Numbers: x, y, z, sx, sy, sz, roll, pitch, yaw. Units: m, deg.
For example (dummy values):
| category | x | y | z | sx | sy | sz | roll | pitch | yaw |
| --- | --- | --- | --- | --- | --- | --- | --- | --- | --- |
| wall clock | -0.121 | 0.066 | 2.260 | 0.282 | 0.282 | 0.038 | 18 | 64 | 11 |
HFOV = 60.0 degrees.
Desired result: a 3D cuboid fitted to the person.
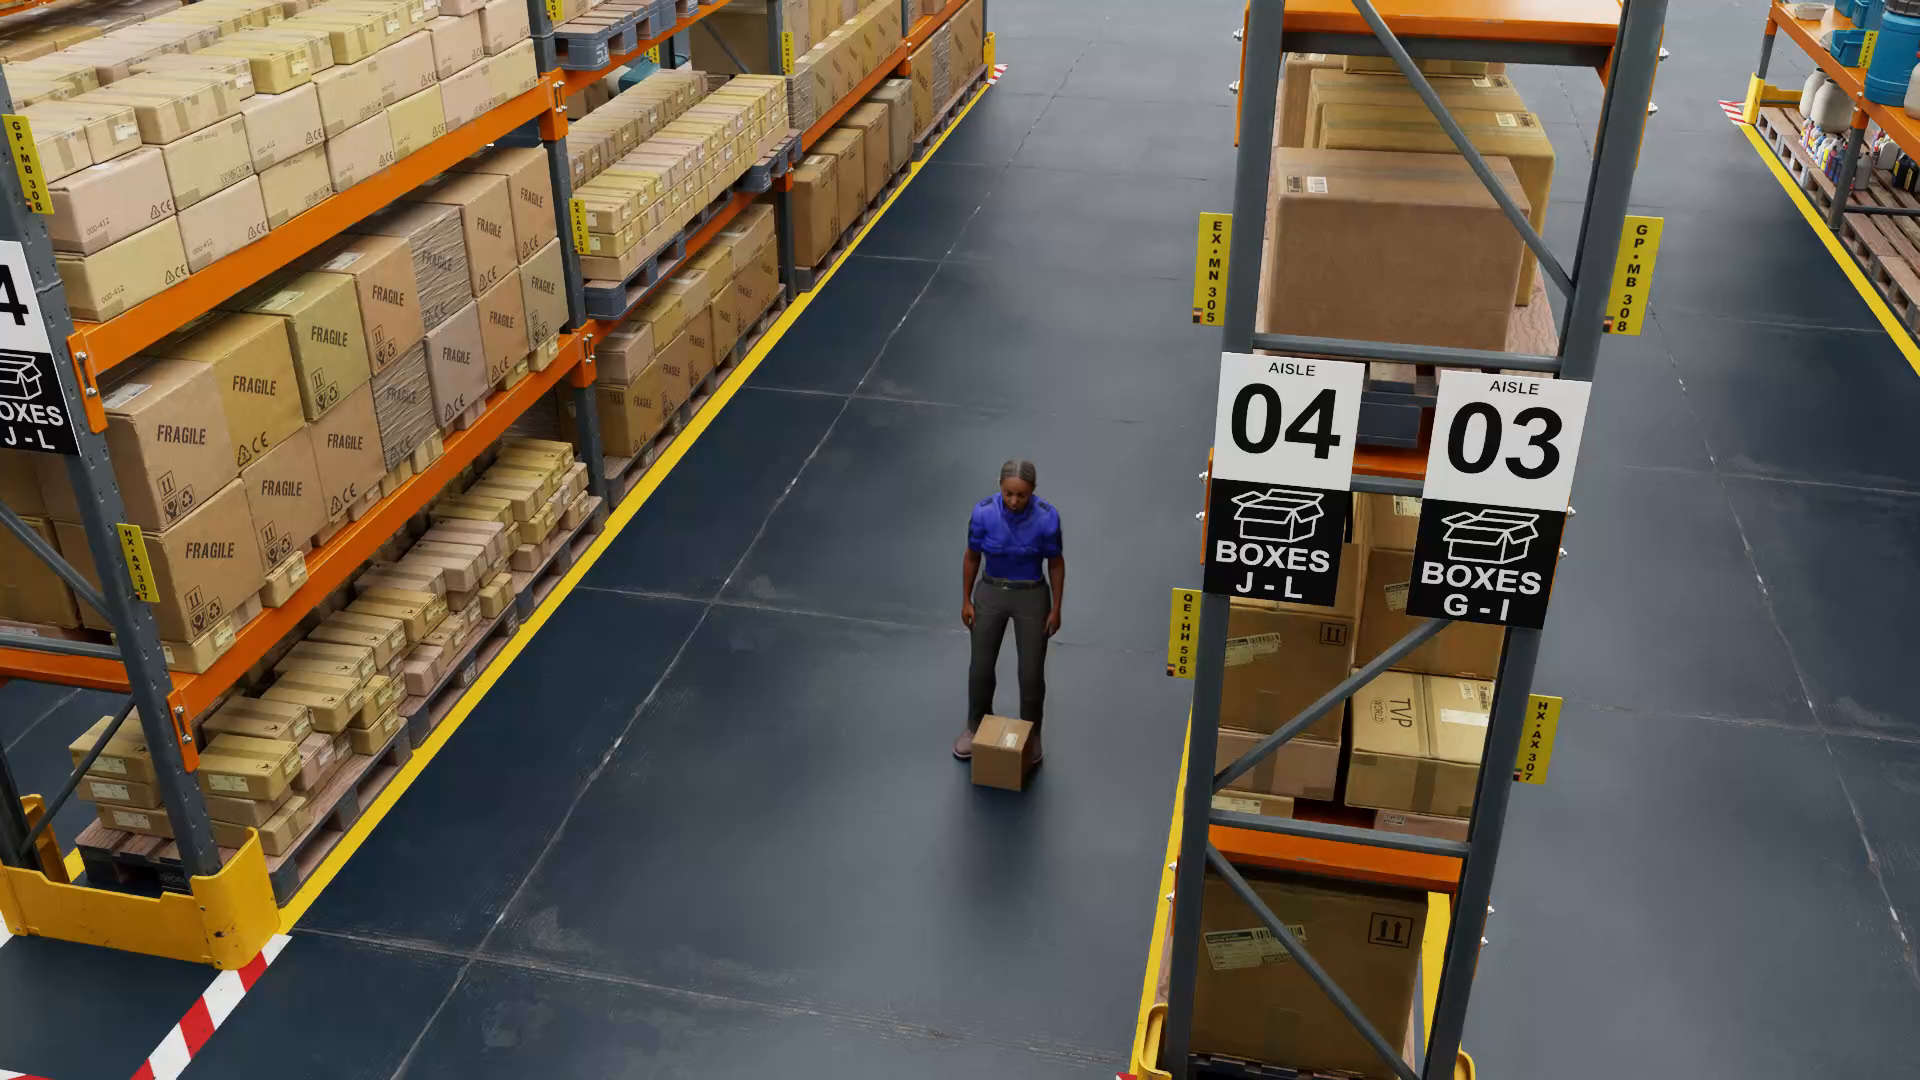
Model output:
| category | x | y | z | sx | sy | sz | roll | pitch | yaw |
| --- | --- | --- | --- | --- | --- | --- | --- | --- | --- |
| person | 0.239 | 0.324 | 8.047 | 0.521 | 1.639 | 0.349 | 4 | 29 | 8 |
